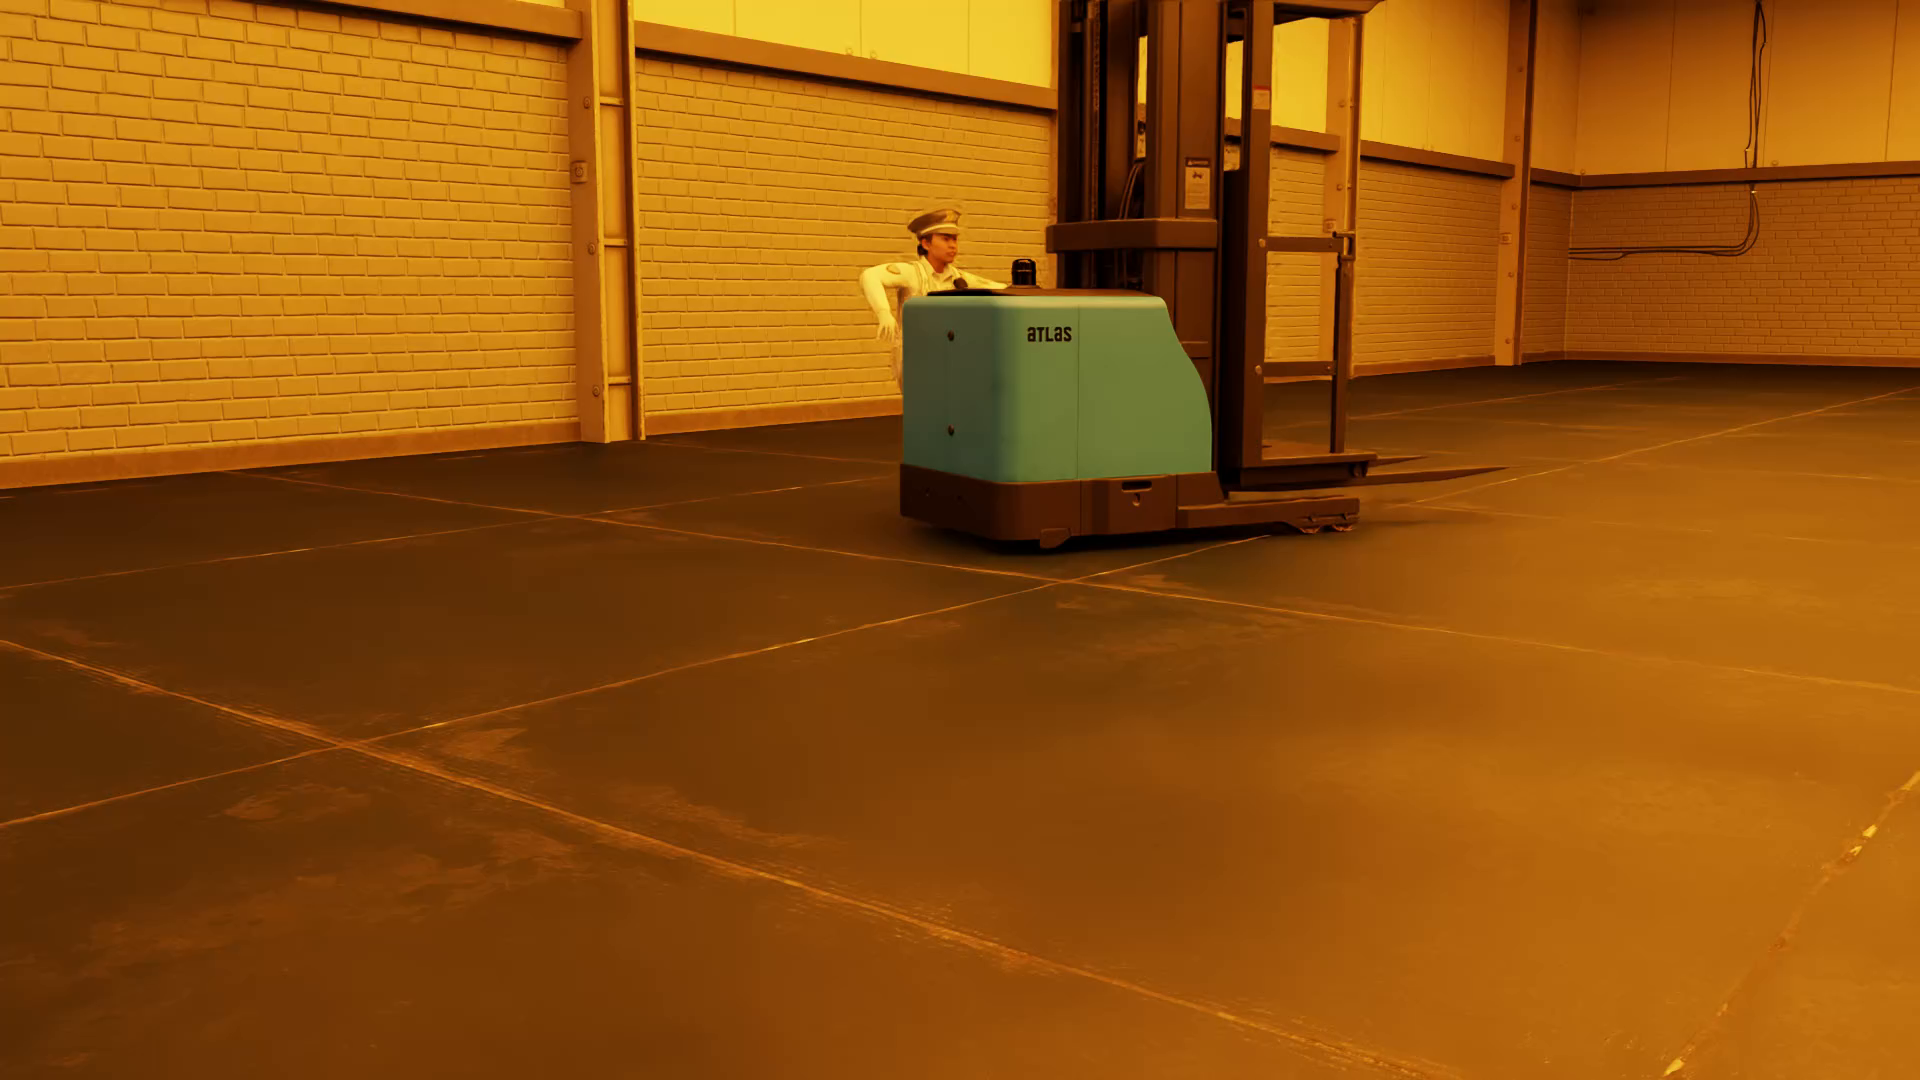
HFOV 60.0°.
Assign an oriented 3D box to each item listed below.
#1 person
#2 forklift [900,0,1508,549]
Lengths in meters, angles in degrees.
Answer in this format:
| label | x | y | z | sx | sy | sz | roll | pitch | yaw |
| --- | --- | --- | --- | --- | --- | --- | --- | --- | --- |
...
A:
| label | x | y | z | sx | sy | sz | roll | pitch | yaw |
| --- | --- | --- | --- | --- | --- | --- | --- | --- | --- |
| person | 0.025 | -0.835 | 7.933 | 1.028 | 1.488 | 0.772 | -7 | 11 | -40 |
| forklift | 1.270 | -1.538 | 7.795 | 3.031 | 2.935 | 1.130 | -4 | 9 | -27 |
